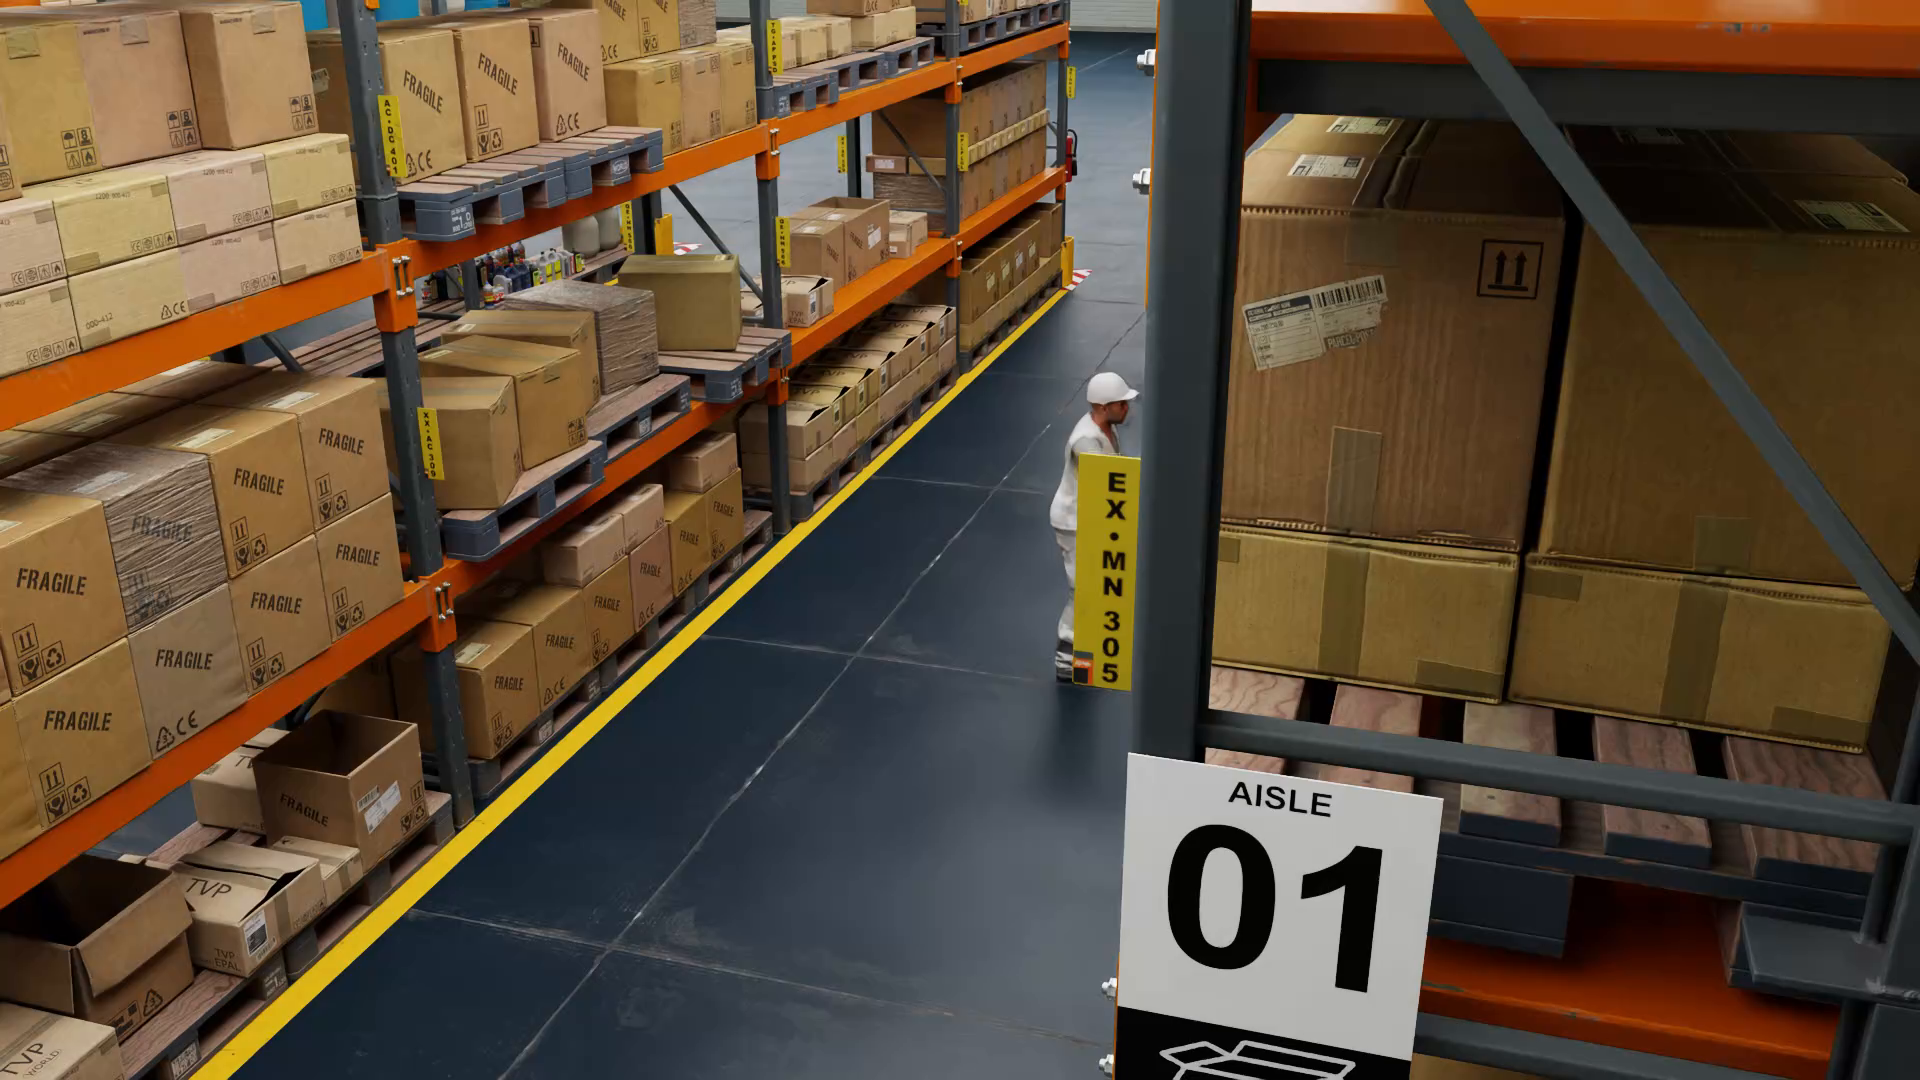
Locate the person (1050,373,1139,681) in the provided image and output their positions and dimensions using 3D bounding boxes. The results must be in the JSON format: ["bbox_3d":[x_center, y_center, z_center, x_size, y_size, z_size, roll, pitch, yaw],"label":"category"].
[{"bbox_3d":[0.798,-0.071,9.252,0.580,1.772,0.491,6,23,15],"label":"person"}]
